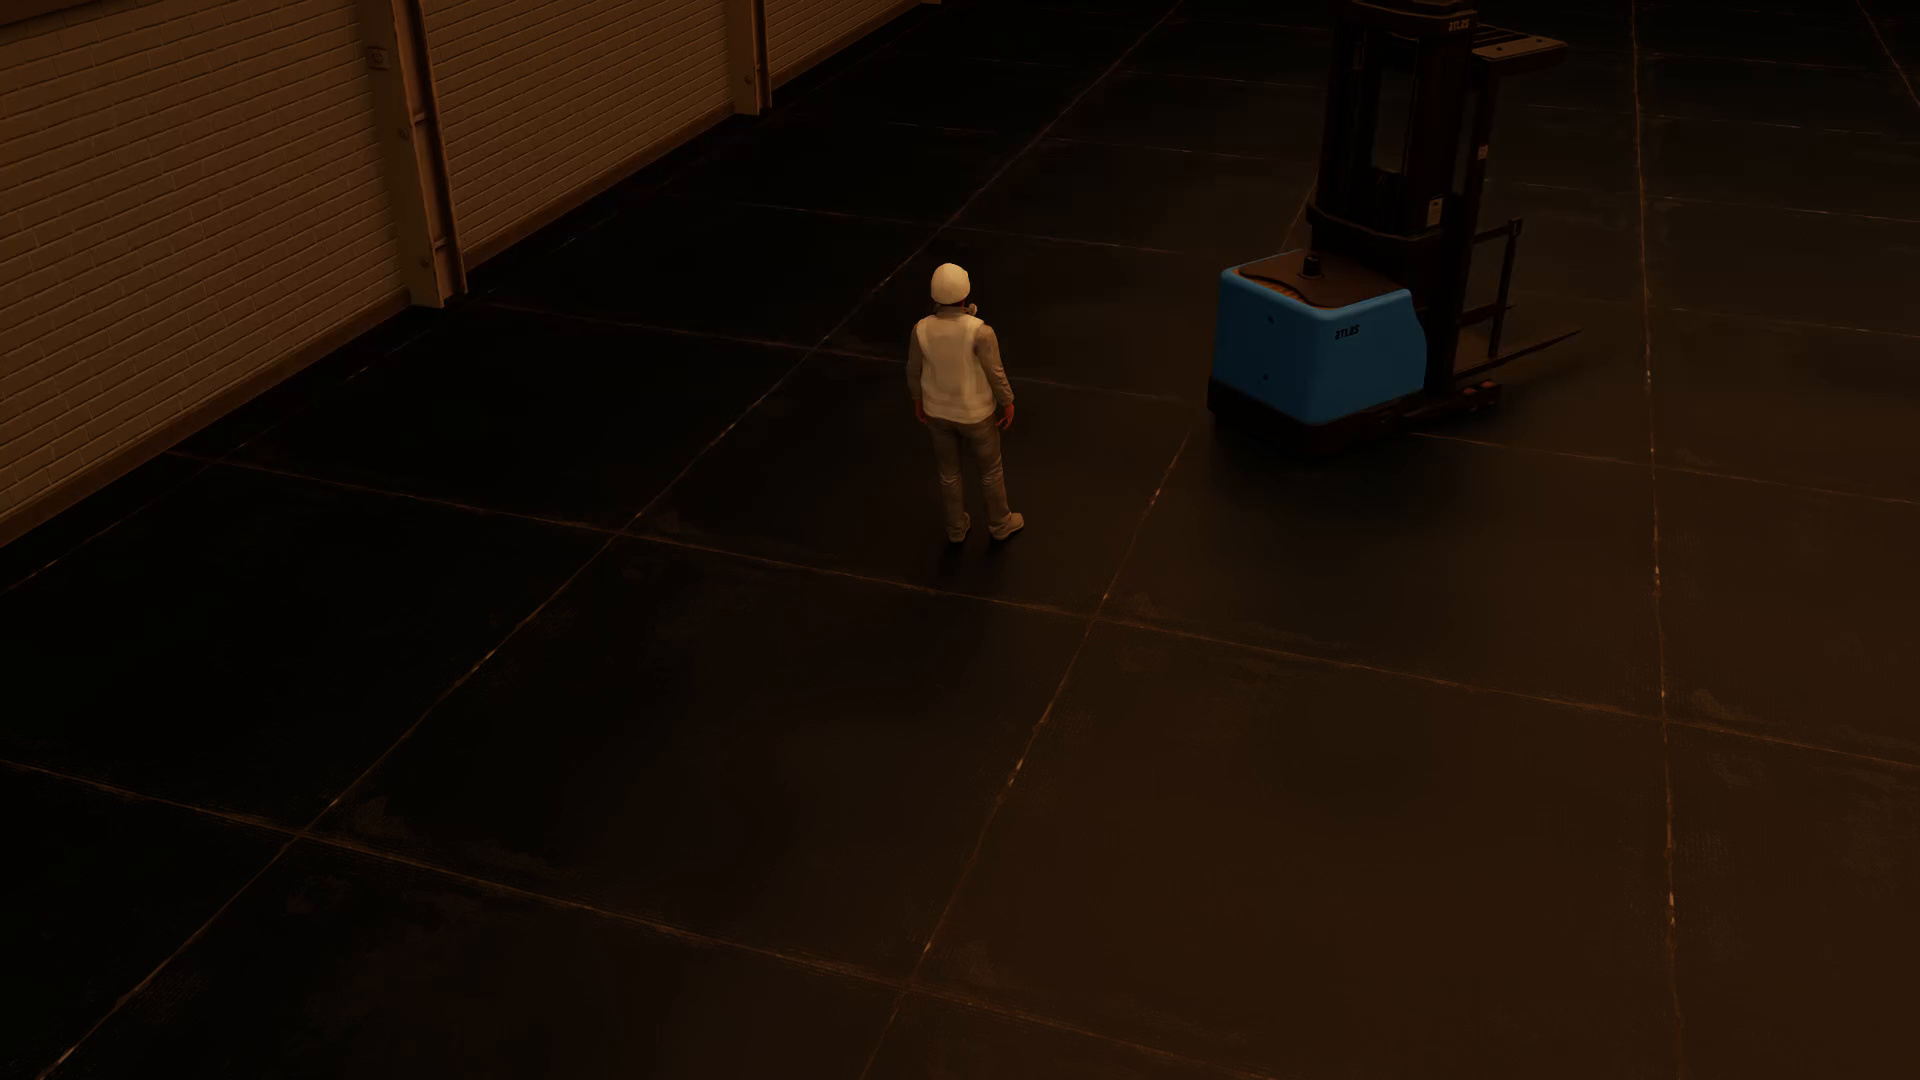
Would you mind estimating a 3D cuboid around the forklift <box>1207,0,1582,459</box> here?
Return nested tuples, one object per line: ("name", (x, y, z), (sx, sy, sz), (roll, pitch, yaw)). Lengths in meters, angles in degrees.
("forklift", (3.218, -2.367, 11.289), (3.031, 2.935, 1.130), (-19, 35, -30))

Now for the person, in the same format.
("person", (0.028, -0.805, 9.701), (0.632, 1.773, 0.568), (10, 31, 16))
